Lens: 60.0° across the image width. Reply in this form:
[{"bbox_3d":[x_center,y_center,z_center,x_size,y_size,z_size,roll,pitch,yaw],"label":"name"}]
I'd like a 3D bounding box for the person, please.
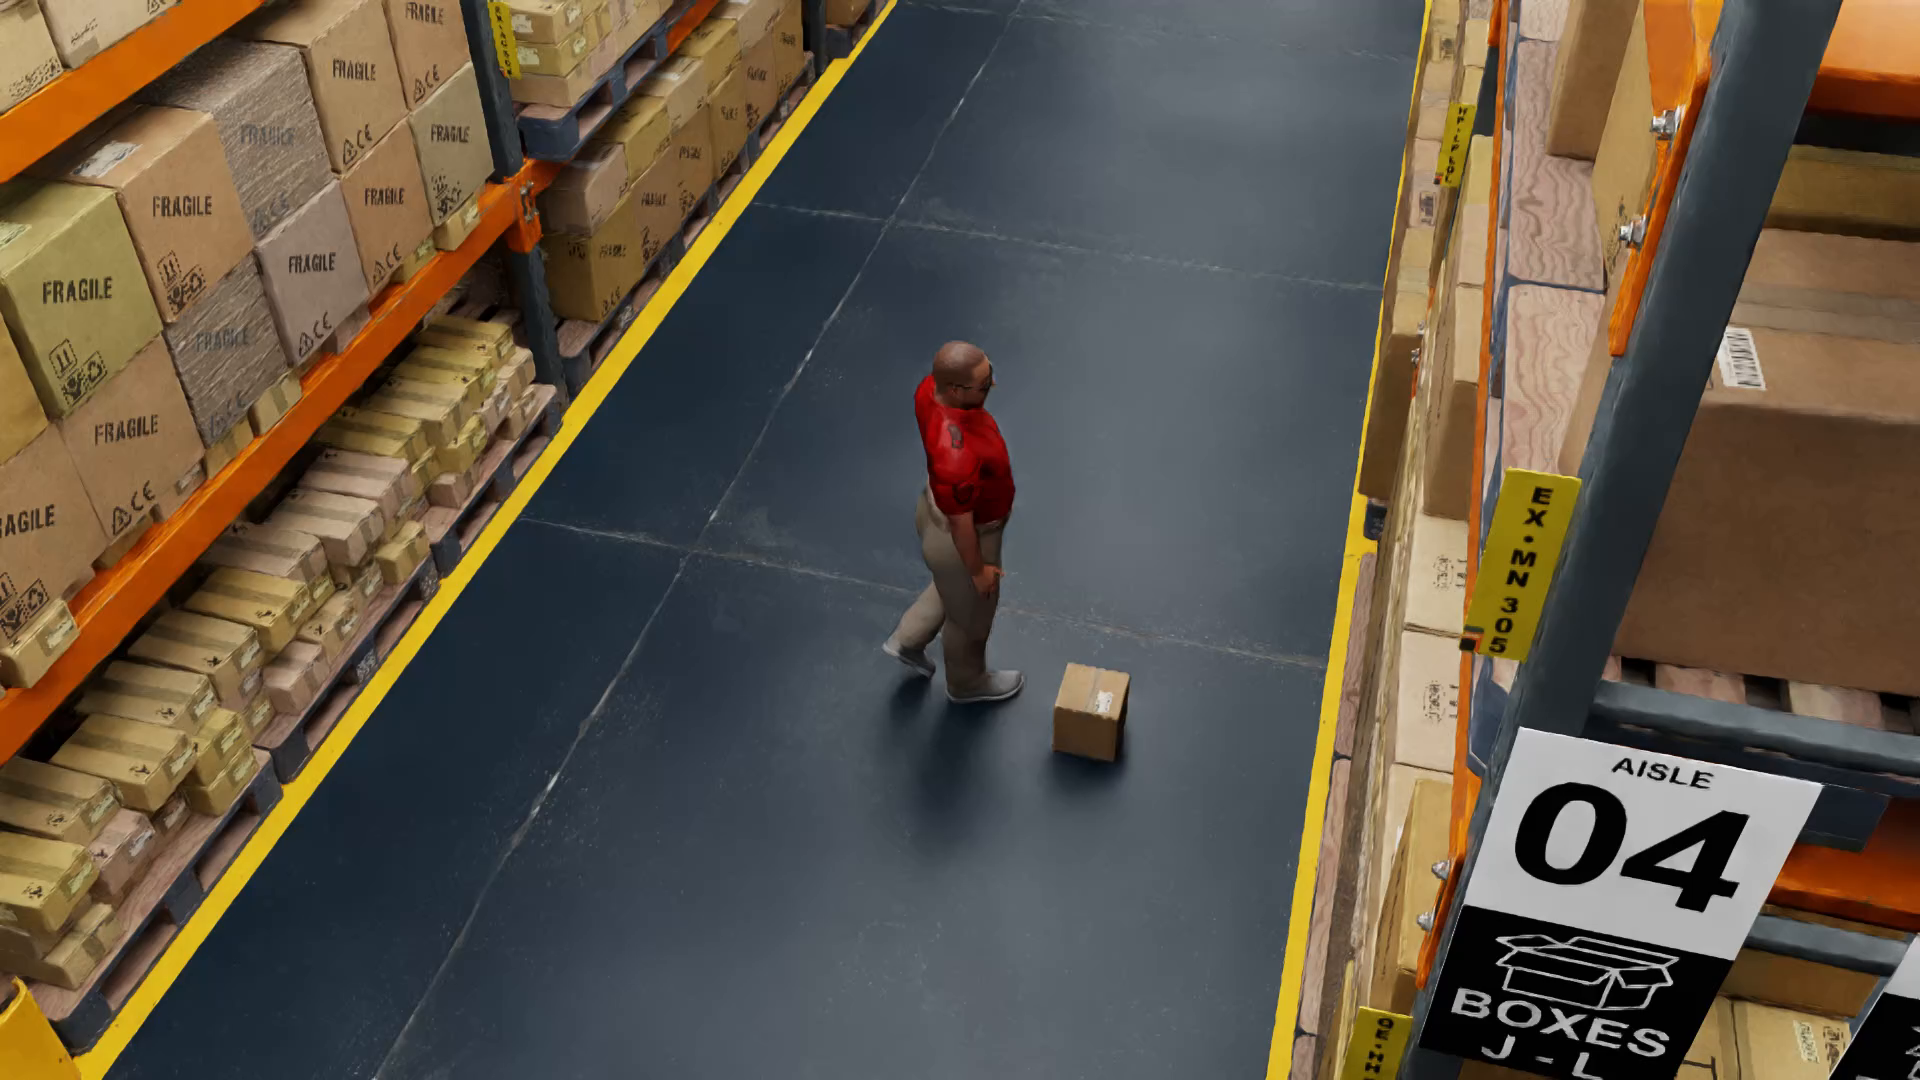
[{"bbox_3d":[-0.013,-0.036,6.200,0.551,1.734,0.577,-8,41,-9],"label":"person"}]
